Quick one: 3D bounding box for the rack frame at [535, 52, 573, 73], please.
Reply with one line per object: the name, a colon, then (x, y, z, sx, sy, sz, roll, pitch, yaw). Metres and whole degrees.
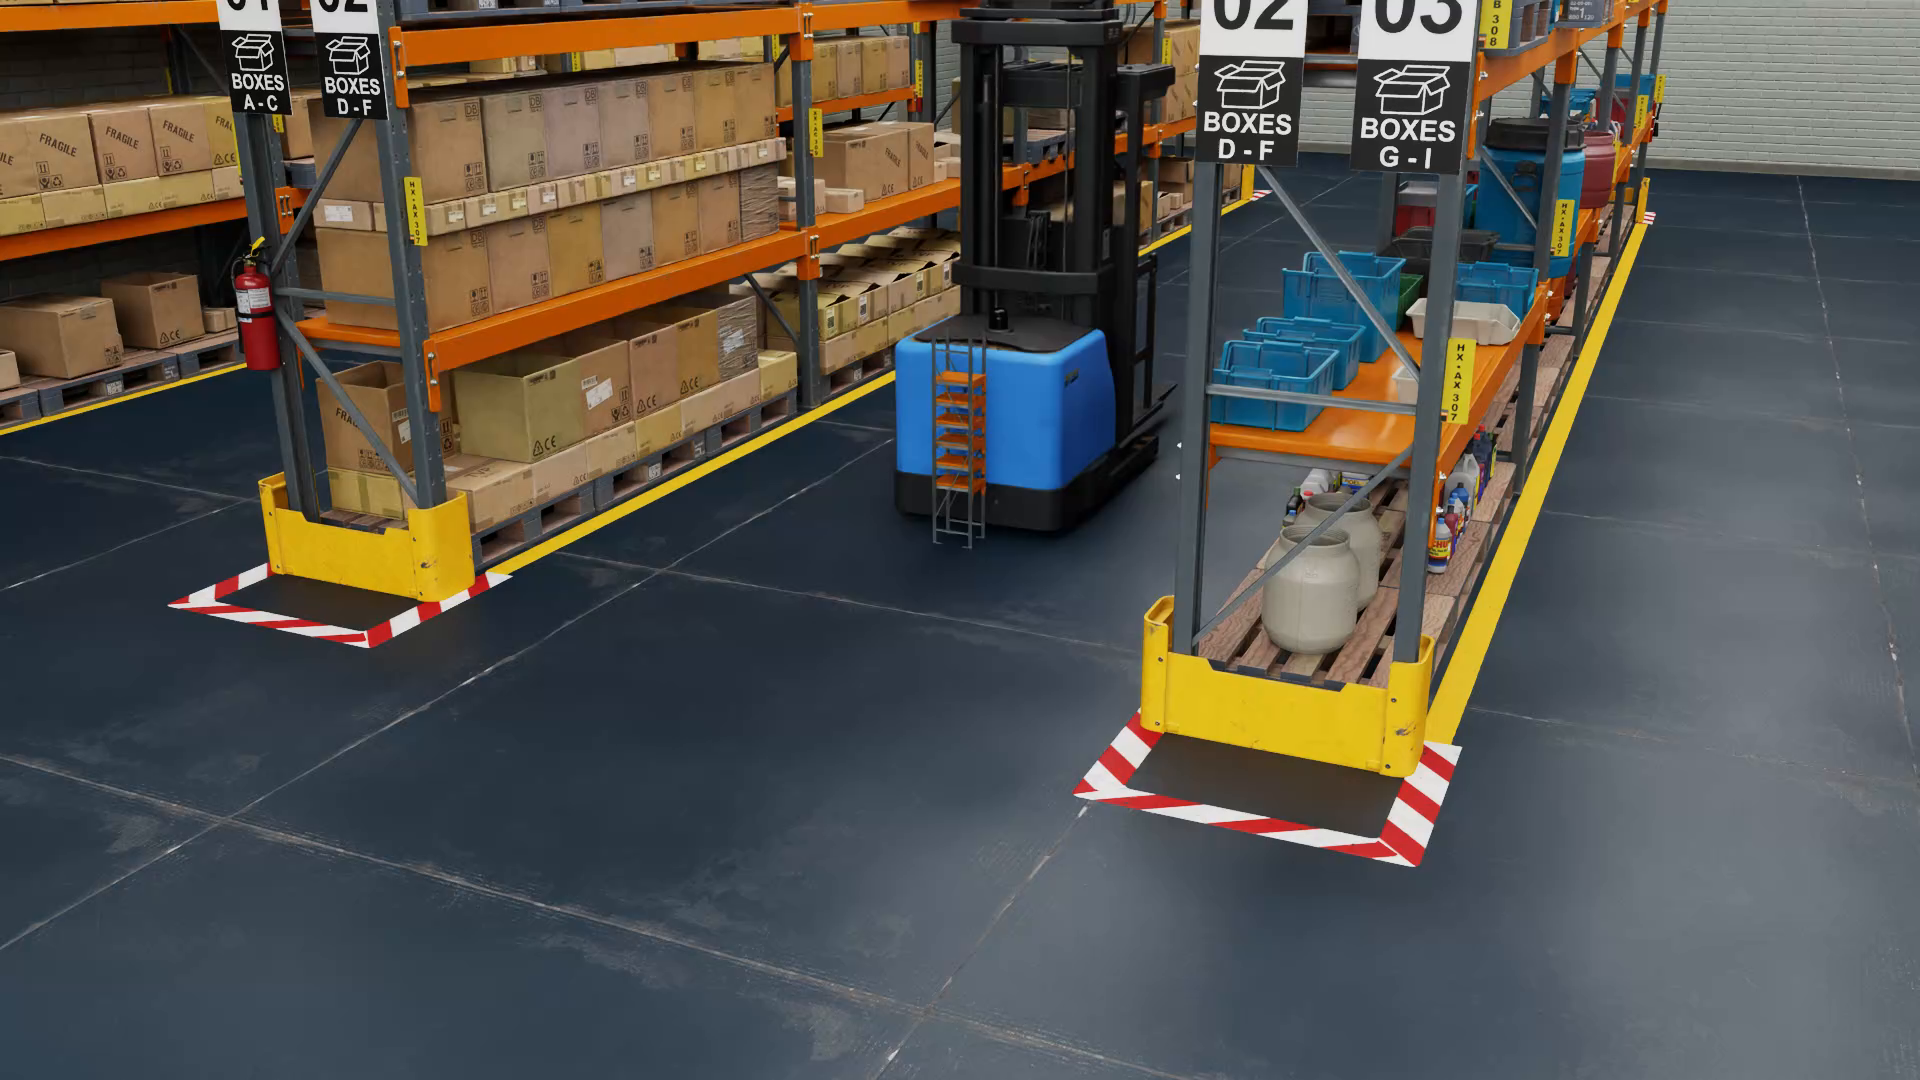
rack frame: (-4.387, -4.349, 17.222, 1.000, 3.000, 0.127, 9, 21, 23)

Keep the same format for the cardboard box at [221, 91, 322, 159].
cardboard box: (-5.785, -3.532, 14.118, 0.700, 0.500, 0.500, 9, 21, 23)

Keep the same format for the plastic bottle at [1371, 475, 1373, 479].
plastic bottle: (2.355, -0.438, 9.640, 0.097, 0.271, 0.097, 0, 20, 0)

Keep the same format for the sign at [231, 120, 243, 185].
sign: (-3.631, -1.961, 8.425, 0.100, 0.325, 0.005, 9, 21, 23)

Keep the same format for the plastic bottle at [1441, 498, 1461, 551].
plastic bottle: (2.543, -0.083, 8.640, 0.097, 0.271, 0.097, 0, 20, 0)

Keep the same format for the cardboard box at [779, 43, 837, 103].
cardboard box: (-2.208, -6.100, 21.696, 0.980, 0.700, 0.700, 8, 21, 21)

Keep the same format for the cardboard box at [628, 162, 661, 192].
cardboard box: (-2.047, -2.219, 10.114, 0.380, 0.149, 0.250, 9, 22, 24)

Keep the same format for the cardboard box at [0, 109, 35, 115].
cardboard box: (-7.034, -2.834, 12.037, 0.500, 0.500, 0.500, 9, 21, 23)

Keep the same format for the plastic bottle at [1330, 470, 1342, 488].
plastic bottle: (2.053, -0.349, 9.270, 0.144, 0.351, 0.185, 8, 21, 22)

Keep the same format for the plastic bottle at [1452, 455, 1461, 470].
plastic bottle: (2.789, -0.409, 9.550, 0.152, 0.276, 0.135, 9, 21, 23)

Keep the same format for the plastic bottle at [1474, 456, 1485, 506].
plastic bottle: (2.906, -0.344, 9.357, 0.061, 0.283, 0.133, 10, 22, 26)

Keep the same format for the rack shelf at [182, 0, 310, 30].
rack shelf: (-5.206, -4.812, 15.121, 1.077, 0.370, 4.000, 9, 21, 23)

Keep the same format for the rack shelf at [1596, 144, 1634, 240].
rack shelf: (5.471, -3.262, 15.240, 1.077, 0.370, 4.000, 9, 21, 23)

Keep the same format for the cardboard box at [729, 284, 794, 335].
cardboard box: (-1.600, -1.778, 12.631, 0.500, 0.311, 0.500, 9, 21, 23)

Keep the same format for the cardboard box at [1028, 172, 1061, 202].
cardboard box: (0.737, -3.703, 17.359, 0.500, 0.250, 0.500, 8, 21, 22)

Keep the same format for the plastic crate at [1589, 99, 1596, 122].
plastic crate: (7.083, -4.627, 18.089, 0.437, 0.282, 0.530, 9, 21, 23)

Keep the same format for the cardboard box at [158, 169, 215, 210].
cardboard box: (-6.154, -2.728, 12.857, 0.500, 0.250, 0.500, 9, 21, 23)

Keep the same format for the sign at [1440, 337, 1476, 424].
sign: (1.876, -0.598, 6.261, 0.100, 0.325, 0.005, 9, 21, 23)

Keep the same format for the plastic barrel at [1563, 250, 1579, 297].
plastic barrel: (5.299, -2.549, 15.131, 0.600, 0.588, 0.708, 9, 21, 23)

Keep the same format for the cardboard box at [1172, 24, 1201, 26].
cardboard box: (2.854, -5.990, 20.194, 0.500, 0.500, 0.500, 9, 22, 24)

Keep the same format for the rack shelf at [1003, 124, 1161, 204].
rack shelf: (0.953, -3.943, 17.154, 1.077, 0.370, 4.000, 9, 21, 23)

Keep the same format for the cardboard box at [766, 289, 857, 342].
cardboard box: (-1.107, -1.707, 12.431, 0.500, 0.311, 0.500, 9, 21, 23)

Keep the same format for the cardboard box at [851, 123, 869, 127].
cardboard box: (-1.296, -5.751, 23.298, 0.380, 0.149, 0.250, 9, 22, 24)

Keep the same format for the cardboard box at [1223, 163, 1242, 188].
cardboard box: (3.412, -4.946, 21.973, 0.500, 0.500, 0.500, 9, 21, 23)

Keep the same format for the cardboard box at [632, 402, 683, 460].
cardboard box: (-2.104, -0.719, 10.492, 0.500, 0.250, 0.500, 9, 21, 23)

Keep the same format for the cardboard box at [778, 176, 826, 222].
cardboard box: (-1.342, -2.534, 12.341, 0.500, 0.250, 0.500, 10, 22, 26)

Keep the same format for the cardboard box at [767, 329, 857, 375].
cardboard box: (-1.113, -1.440, 12.517, 0.500, 0.250, 0.500, 8, 21, 21)

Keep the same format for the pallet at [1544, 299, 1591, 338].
pallet: (4.936, -1.923, 14.561, 1.003, 0.211, 1.213, 9, 21, 23)

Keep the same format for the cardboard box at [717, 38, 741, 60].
cardboard box: (-2.925, -5.789, 19.529, 0.500, 0.250, 0.500, 9, 21, 24)

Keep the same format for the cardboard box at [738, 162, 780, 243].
cardboard box: (-1.680, -2.359, 11.475, 0.700, 0.500, 0.500, 8, 21, 21)

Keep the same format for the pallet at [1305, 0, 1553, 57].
pallet: (1.804, -2.108, 6.726, 1.003, 0.211, 1.213, 9, 21, 23)

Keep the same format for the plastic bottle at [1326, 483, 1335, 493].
plastic bottle: (1.953, -0.152, 8.818, 0.061, 0.283, 0.133, 9, 21, 23)

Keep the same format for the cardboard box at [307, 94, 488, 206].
cardboard box: (-2.917, -2.041, 8.645, 0.700, 0.500, 0.500, 9, 21, 23)

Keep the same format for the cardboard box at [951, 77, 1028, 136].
cardboard box: (0.289, -4.124, 15.812, 0.700, 0.500, 0.500, 2, 20, 4)

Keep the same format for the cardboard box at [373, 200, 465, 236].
cardboard box: (-2.785, -1.668, 8.566, 0.380, 0.149, 0.250, 8, 21, 22)

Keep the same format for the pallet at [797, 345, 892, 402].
pallet: (-1.238, -1.365, 12.991, 1.003, 0.211, 1.213, 9, 21, 23)

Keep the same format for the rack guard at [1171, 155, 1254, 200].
rack guard: (3.379, -4.915, 22.544, 1.175, 0.500, 0.348, 9, 21, 23)

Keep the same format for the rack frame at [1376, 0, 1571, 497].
rack frame: (3.014, -1.767, 9.962, 1.000, 3.000, 0.127, 9, 21, 23)

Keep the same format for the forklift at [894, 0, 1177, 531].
forklift: (0.660, -1.887, 10.400, 1.130, 2.935, 3.031, 8, 21, 22)

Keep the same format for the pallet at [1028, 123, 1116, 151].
pallet: (0.926, -4.176, 17.020, 1.003, 0.211, 1.213, 9, 21, 23)

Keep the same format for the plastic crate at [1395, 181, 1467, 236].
plastic crate: (2.933, -1.987, 10.485, 0.402, 0.464, 0.583, 9, 21, 23)

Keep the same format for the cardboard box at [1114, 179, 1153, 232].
cardboard box: (1.831, -3.733, 18.563, 0.500, 0.500, 0.500, 8, 21, 22)

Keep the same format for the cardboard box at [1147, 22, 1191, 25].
cardboard box: (2.571, -6.222, 20.846, 0.500, 0.500, 0.500, 9, 21, 23)

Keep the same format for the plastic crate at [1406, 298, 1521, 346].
plastic crate: (2.580, -1.112, 8.512, 0.530, 0.136, 0.437, 9, 21, 23)

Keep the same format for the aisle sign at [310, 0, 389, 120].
aisle sign: (-2.889, -2.388, 7.827, 0.394, 0.787, 0.004, 9, 21, 23)

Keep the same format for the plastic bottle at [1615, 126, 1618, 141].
plastic bottle: (6.273, -3.878, 16.081, 0.152, 0.276, 0.135, 9, 21, 23)

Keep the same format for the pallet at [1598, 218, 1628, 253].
pallet: (7.054, -3.503, 19.005, 1.003, 0.211, 1.213, 9, 21, 23)

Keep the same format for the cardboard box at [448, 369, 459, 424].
cardboard box: (-2.798, -0.993, 10.143, 0.500, 0.500, 0.500, 9, 21, 23)

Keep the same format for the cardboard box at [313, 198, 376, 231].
cardboard box: (-3.159, -1.721, 8.714, 0.380, 0.149, 0.250, 8, 21, 22)

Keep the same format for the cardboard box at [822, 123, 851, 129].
cardboard box: (-1.747, -5.727, 23.232, 0.380, 0.149, 0.250, 9, 21, 23)

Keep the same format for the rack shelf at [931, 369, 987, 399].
rack shelf: (-0.006, -0.858, 9.150, 0.258, 0.103, 0.180, 9, 21, 23)

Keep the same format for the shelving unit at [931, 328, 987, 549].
shelving unit: (-0.006, -0.561, 9.255, 0.258, 1.200, 0.189, 9, 21, 23)

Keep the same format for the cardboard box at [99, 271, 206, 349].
cardboard box: (-6.413, -1.833, 13.221, 0.500, 0.500, 0.500, 7, 21, 19)

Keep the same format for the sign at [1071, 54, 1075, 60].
sign: (1.274, -5.374, 18.810, 0.100, 0.325, 0.005, 9, 21, 23)

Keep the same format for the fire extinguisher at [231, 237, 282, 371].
fire extinguisher: (-3.614, -1.216, 8.528, 0.296, 0.674, 0.183, 9, 21, 23)

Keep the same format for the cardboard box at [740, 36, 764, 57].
cardboard box: (-2.707, -5.944, 19.965, 0.500, 0.250, 0.500, 9, 22, 24)
